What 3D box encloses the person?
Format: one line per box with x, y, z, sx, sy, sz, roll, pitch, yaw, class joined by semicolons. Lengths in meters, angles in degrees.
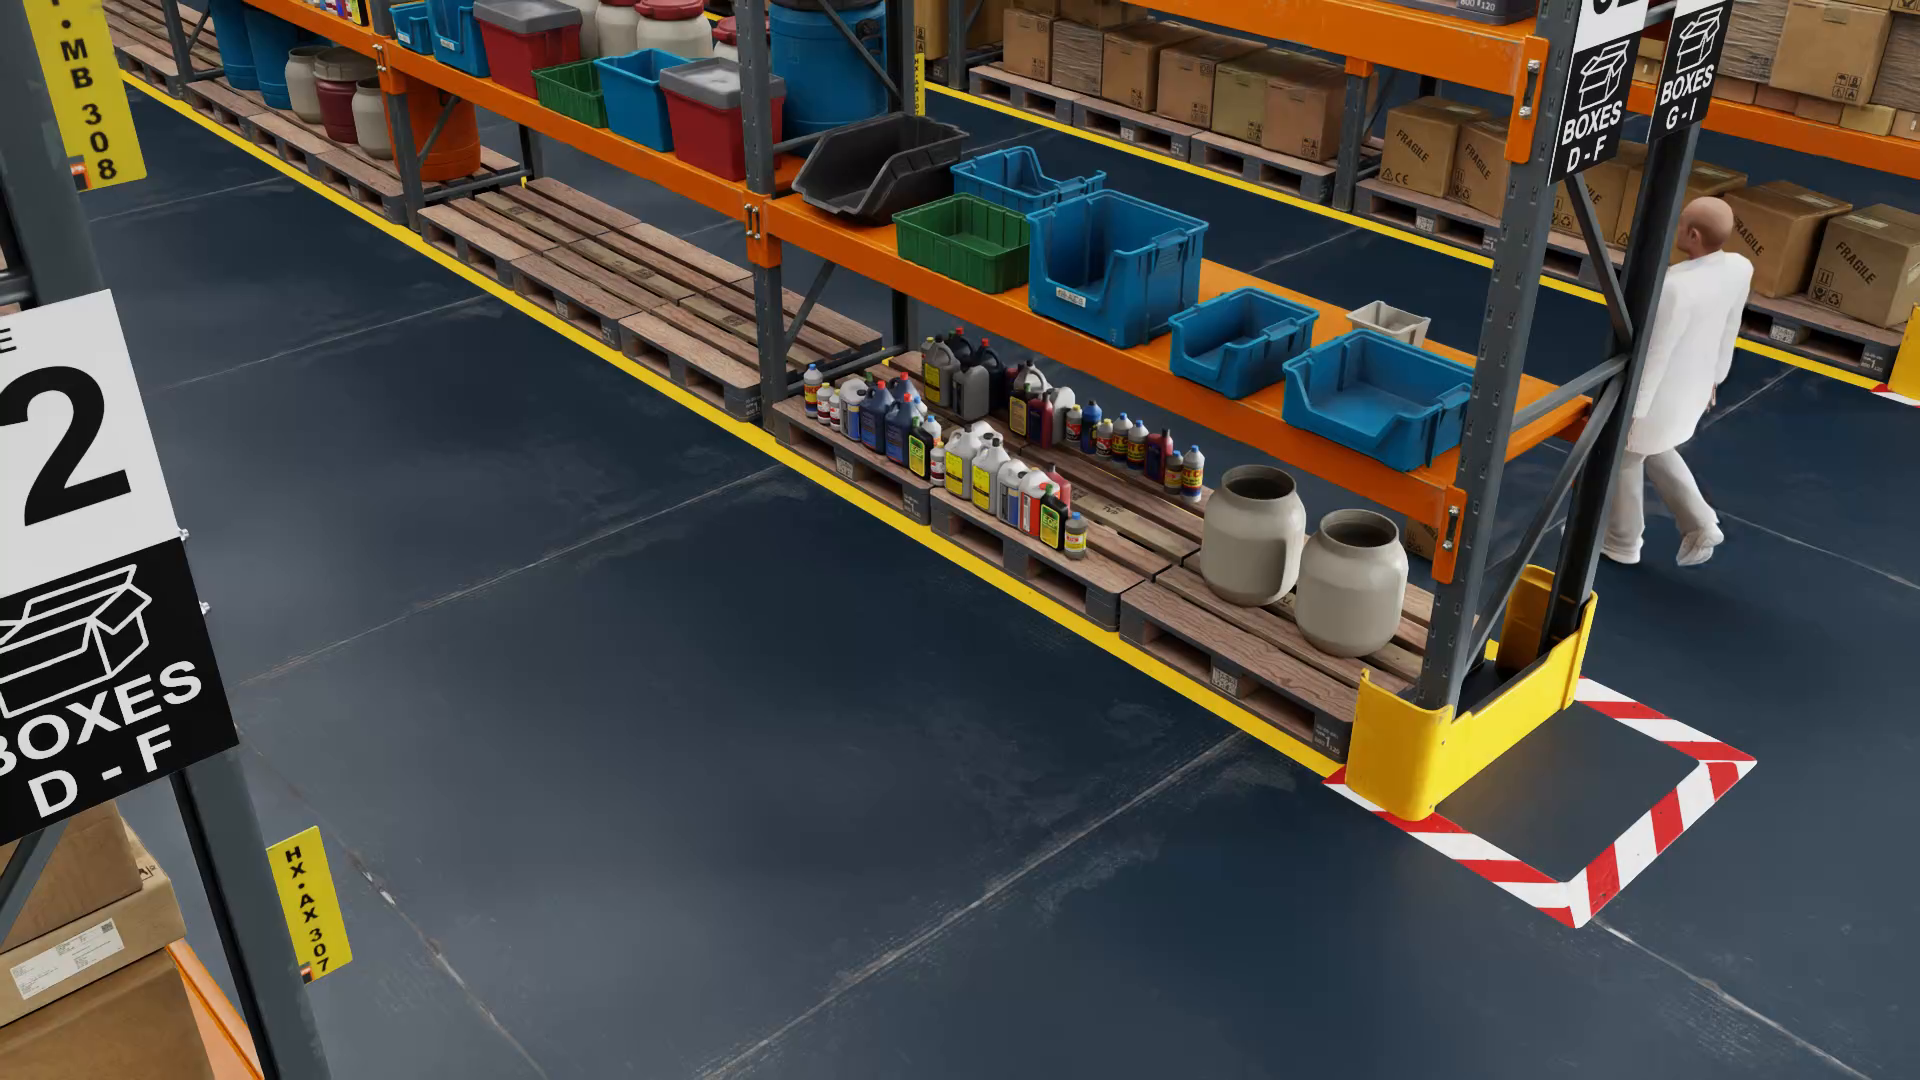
3.060;-0.632;7.154;0.626;1.759;0.705;-22;37;-31;person
